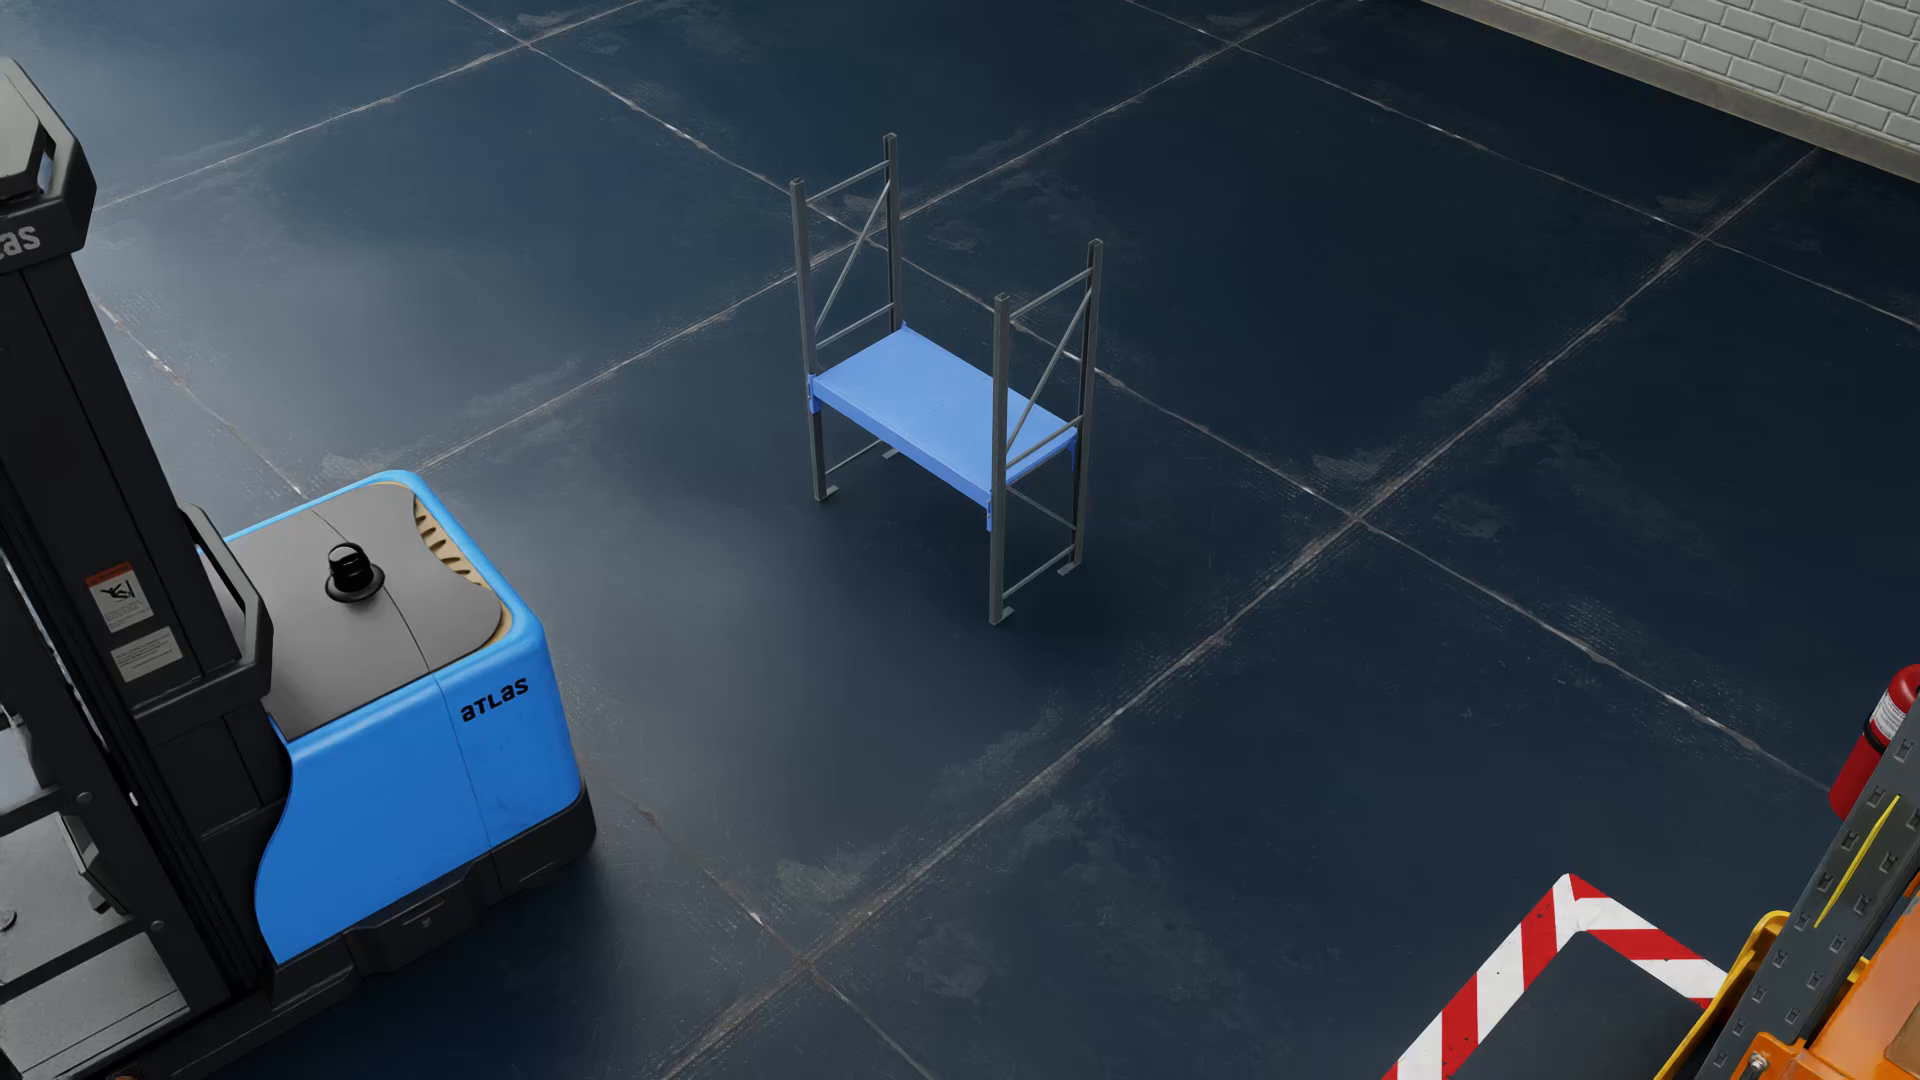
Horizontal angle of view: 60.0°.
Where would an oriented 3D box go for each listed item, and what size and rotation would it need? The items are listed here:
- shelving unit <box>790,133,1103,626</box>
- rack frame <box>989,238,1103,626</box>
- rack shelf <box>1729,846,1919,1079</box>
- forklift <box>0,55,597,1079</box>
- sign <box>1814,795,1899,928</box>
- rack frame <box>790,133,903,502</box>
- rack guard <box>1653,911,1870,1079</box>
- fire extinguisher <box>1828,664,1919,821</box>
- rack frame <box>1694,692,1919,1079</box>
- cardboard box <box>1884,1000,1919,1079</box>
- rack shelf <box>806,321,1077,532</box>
[{"bbox_3d":[-0.060,-0.592,6.285,0.538,1.500,1.048,-34,53,-31],"label":"shelving unit"},{"bbox_3d":[0.299,-0.348,6.021,0.500,1.500,0.032,-34,53,-31],"label":"rack frame"},{"bbox_3d":[3.520,1.926,2.985,1.077,0.370,4.000,-34,53,-31],"label":"rack shelf"},{"bbox_3d":[-2.694,0.328,4.235,3.031,2.935,1.130,-28,50,-27],"label":"forklift"},{"bbox_3d":[1.711,0.617,3.175,0.100,0.325,0.005,-34,53,-31],"label":"sign"},{"bbox_3d":[-0.419,-0.836,6.550,0.500,1.500,0.032,-34,53,-31],"label":"rack frame"},{"bbox_3d":[2.091,1.608,4.642,1.175,0.500,0.348,-34,53,-31],"label":"rack guard"},{"bbox_3d":[2.353,0.450,4.110,0.296,0.674,0.183,-34,53,-31],"label":"fire extinguisher"},{"bbox_3d":[2.108,0.701,3.781,1.000,3.000,0.127,-34,53,-31],"label":"rack frame"},{"bbox_3d":[2.428,0.895,3.498,0.700,0.500,0.500,-34,53,-31],"label":"cardboard box"},{"bbox_3d":[-0.060,-0.460,6.407,0.538,0.185,1.000,-34,53,-31],"label":"rack shelf"}]
